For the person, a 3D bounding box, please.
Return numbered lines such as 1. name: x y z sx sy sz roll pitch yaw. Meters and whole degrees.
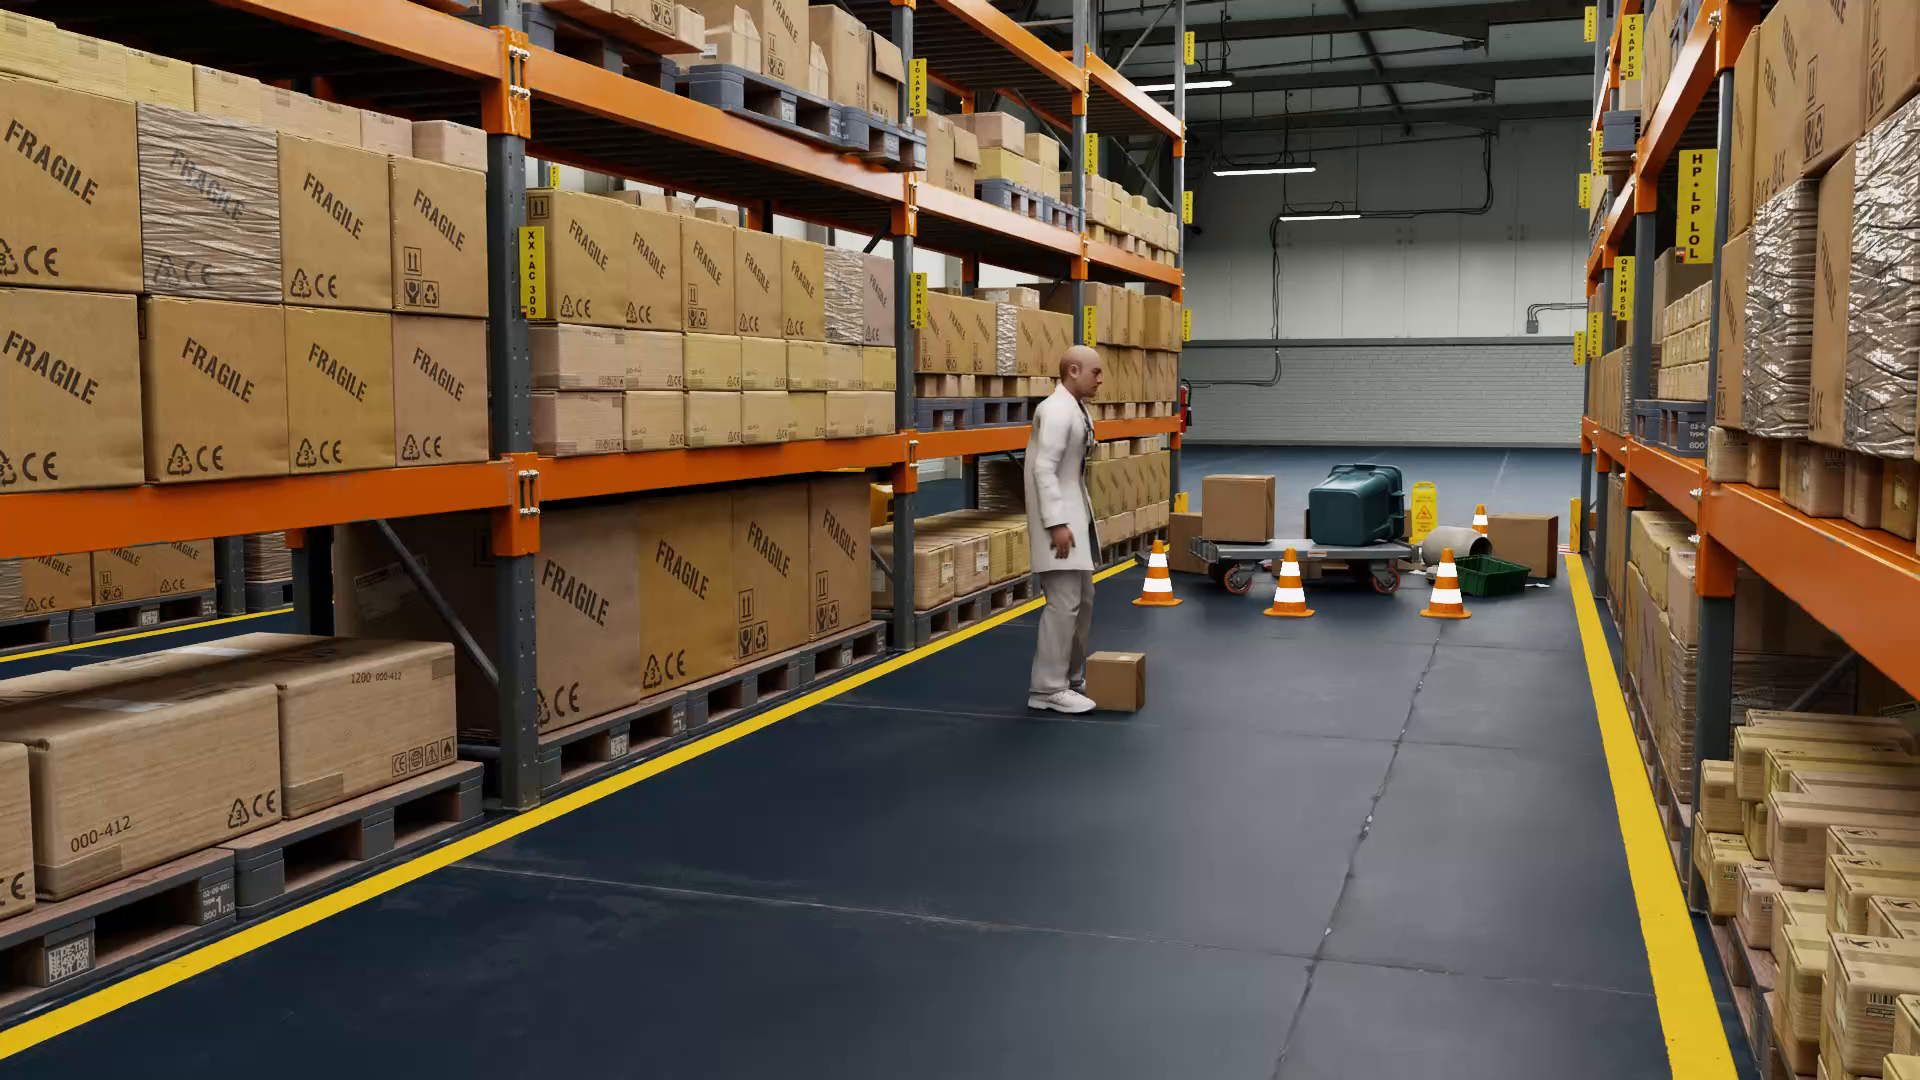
1. person: 0.531 -0.069 8.213 0.418 1.774 0.646 2 5 18
